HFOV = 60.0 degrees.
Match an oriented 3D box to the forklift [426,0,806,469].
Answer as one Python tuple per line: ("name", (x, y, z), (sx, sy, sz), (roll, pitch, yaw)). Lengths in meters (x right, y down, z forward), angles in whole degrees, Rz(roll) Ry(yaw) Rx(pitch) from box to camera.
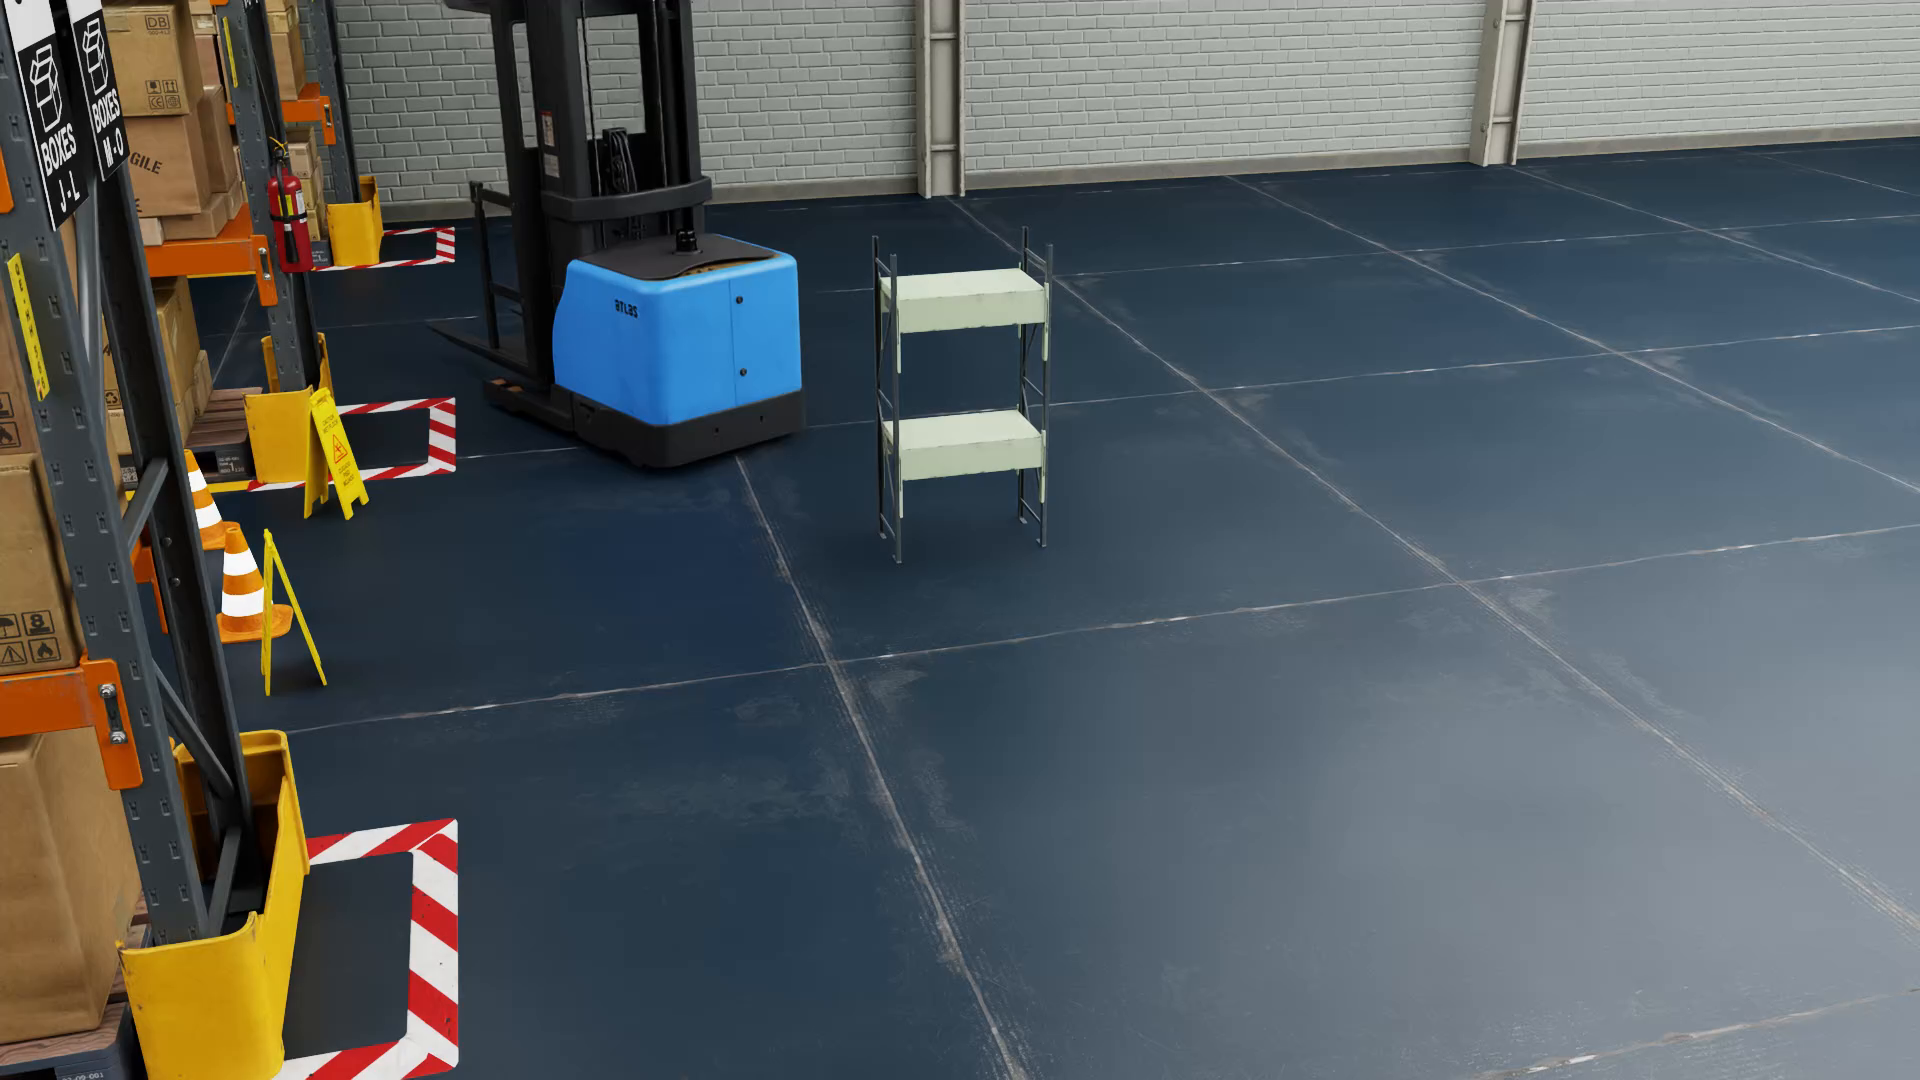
("forklift", (-2.262, -2.228, 9.726), (1.130, 2.935, 3.031), (-20, 30, -39))

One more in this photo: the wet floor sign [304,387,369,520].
("wet floor sign", (-3.228, -0.454, 8.489), (0.232, 0.644, 0.267), (2, 23, 4))

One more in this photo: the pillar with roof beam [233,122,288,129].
("pillar with roof beam", (-4.795, -5.196, 8.948), (0.400, 9.000, 9.100), (-6, 24, -14))

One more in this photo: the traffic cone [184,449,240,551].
("traffic cone", (-3.766, -0.220, 8.176), (0.334, 0.463, 0.336), (-6, 24, -14))

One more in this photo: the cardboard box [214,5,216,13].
("cardboard box", (-5.562, -4.130, 12.745), (0.250, 0.149, 0.380), (-6, 24, -14))

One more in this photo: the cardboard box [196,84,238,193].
("cardboard box", (-4.231, -2.159, 8.973), (0.500, 0.500, 0.500), (-7, 24, -15))

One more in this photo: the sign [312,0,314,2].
("sign", (-4.911, -4.239, 12.556), (0.005, 0.325, 0.100), (-6, 24, -14))

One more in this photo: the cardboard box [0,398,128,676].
("cardboard box", (-2.611, -0.065, 4.407), (0.550, 0.550, 0.875), (-6, 24, -14))

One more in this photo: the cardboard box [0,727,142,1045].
("cardboard box", (-2.901, 0.828, 4.679), (0.875, 0.875, 0.875), (-6, 24, -14))

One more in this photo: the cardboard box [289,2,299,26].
("cardboard box", (-5.441, -4.212, 13.313), (0.250, 0.149, 0.380), (-7, 24, -16))

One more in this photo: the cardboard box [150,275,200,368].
("cardboard box", (-4.574, -1.212, 9.274), (0.500, 0.500, 0.500), (-7, 24, -16))

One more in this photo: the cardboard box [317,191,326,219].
("cardboard box", (-5.570, -2.757, 13.825), (0.500, 0.250, 0.500), (-6, 24, -14))

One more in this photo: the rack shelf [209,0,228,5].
("rack shelf", (-5.626, -2.756, 7.978), (4.000, 0.370, 1.077), (-6, 24, -14))

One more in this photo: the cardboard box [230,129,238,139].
("cardboard box", (-6.039, -3.161, 13.498), (0.500, 0.250, 0.500), (-6, 24, -14))

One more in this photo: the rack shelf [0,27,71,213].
("rack shelf", (-4.191, -0.888, 3.623), (4.000, 0.370, 1.077), (-6, 24, -14))

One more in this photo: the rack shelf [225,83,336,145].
("rack shelf", (-6.970, -3.262, 12.960), (4.000, 0.370, 1.077), (-6, 24, -14))

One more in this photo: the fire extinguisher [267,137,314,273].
("fire extinguisher", (-3.465, -1.723, 8.560), (0.183, 0.674, 0.296), (-6, 24, -14))

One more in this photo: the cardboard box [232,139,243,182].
("cardboard box", (-5.894, -2.970, 13.055), (0.500, 0.250, 0.500), (-6, 24, -13))

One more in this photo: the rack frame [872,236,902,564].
("rack frame", (-0.346, -0.651, 7.865), (0.023, 1.500, 0.400), (-6, 24, -14))

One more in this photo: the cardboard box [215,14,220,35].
("cardboard box", (-5.541, -3.968, 12.744), (0.250, 0.149, 0.380), (-6, 24, -14))

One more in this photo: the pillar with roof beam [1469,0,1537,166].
("pillar with roof beam", (6.758, -6.474, 11.926), (0.400, 9.000, 9.100), (-6, 24, -14))

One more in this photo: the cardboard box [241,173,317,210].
("cardboard box", (-5.429, -2.794, 13.278), (0.500, 0.250, 0.500), (-7, 24, -15))

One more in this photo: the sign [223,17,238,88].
("sign", (-3.569, -2.386, 8.137), (0.005, 0.325, 0.100), (-6, 24, -14))

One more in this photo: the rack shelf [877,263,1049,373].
("rack shelf", (0.006, -1.049, 7.802), (0.720, 0.370, 0.431), (-6, 24, -14))

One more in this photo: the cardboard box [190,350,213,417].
("cardboard box", (-4.551, -0.870, 9.428), (0.500, 0.250, 0.500), (-7, 24, -15))

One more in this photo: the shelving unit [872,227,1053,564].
("shelving unit", (0.006, -0.690, 7.956), (0.755, 1.500, 0.431), (-6, 24, -14))

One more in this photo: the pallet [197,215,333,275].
("pallet", (-5.770, -2.427, 13.638), (1.213, 0.211, 1.003), (-6, 24, -14))

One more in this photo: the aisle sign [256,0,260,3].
("aisle sign", (-3.724, -3.240, 8.701), (0.004, 0.787, 0.394), (-6, 24, -14))

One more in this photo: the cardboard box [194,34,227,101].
("cardboard box", (-5.949, -3.648, 12.820), (0.500, 0.500, 0.500), (-6, 24, -13))

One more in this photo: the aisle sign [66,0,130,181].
("aisle sign", (-2.278, -1.369, 4.340), (0.004, 0.787, 0.394), (-6, 24, -14))

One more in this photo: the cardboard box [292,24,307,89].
("cardboard box", (-5.597, -3.904, 13.418), (0.500, 0.500, 0.500), (-6, 24, -13))

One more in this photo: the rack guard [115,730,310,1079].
("rack guard", (-2.243, 1.093, 5.068), (0.348, 0.500, 1.175), (-6, 24, -14))

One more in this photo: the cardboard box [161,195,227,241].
("cardboard box", (-4.002, -1.685, 8.691), (0.250, 0.149, 0.380), (-5, 24, -13))

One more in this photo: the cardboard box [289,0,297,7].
("cardboard box", (-5.426, -4.332, 13.214), (0.250, 0.149, 0.380), (-7, 24, -15))

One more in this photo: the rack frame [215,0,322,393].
("rack frame", (-3.700, -1.921, 8.924), (0.127, 3.000, 1.000), (-6, 24, -14))
